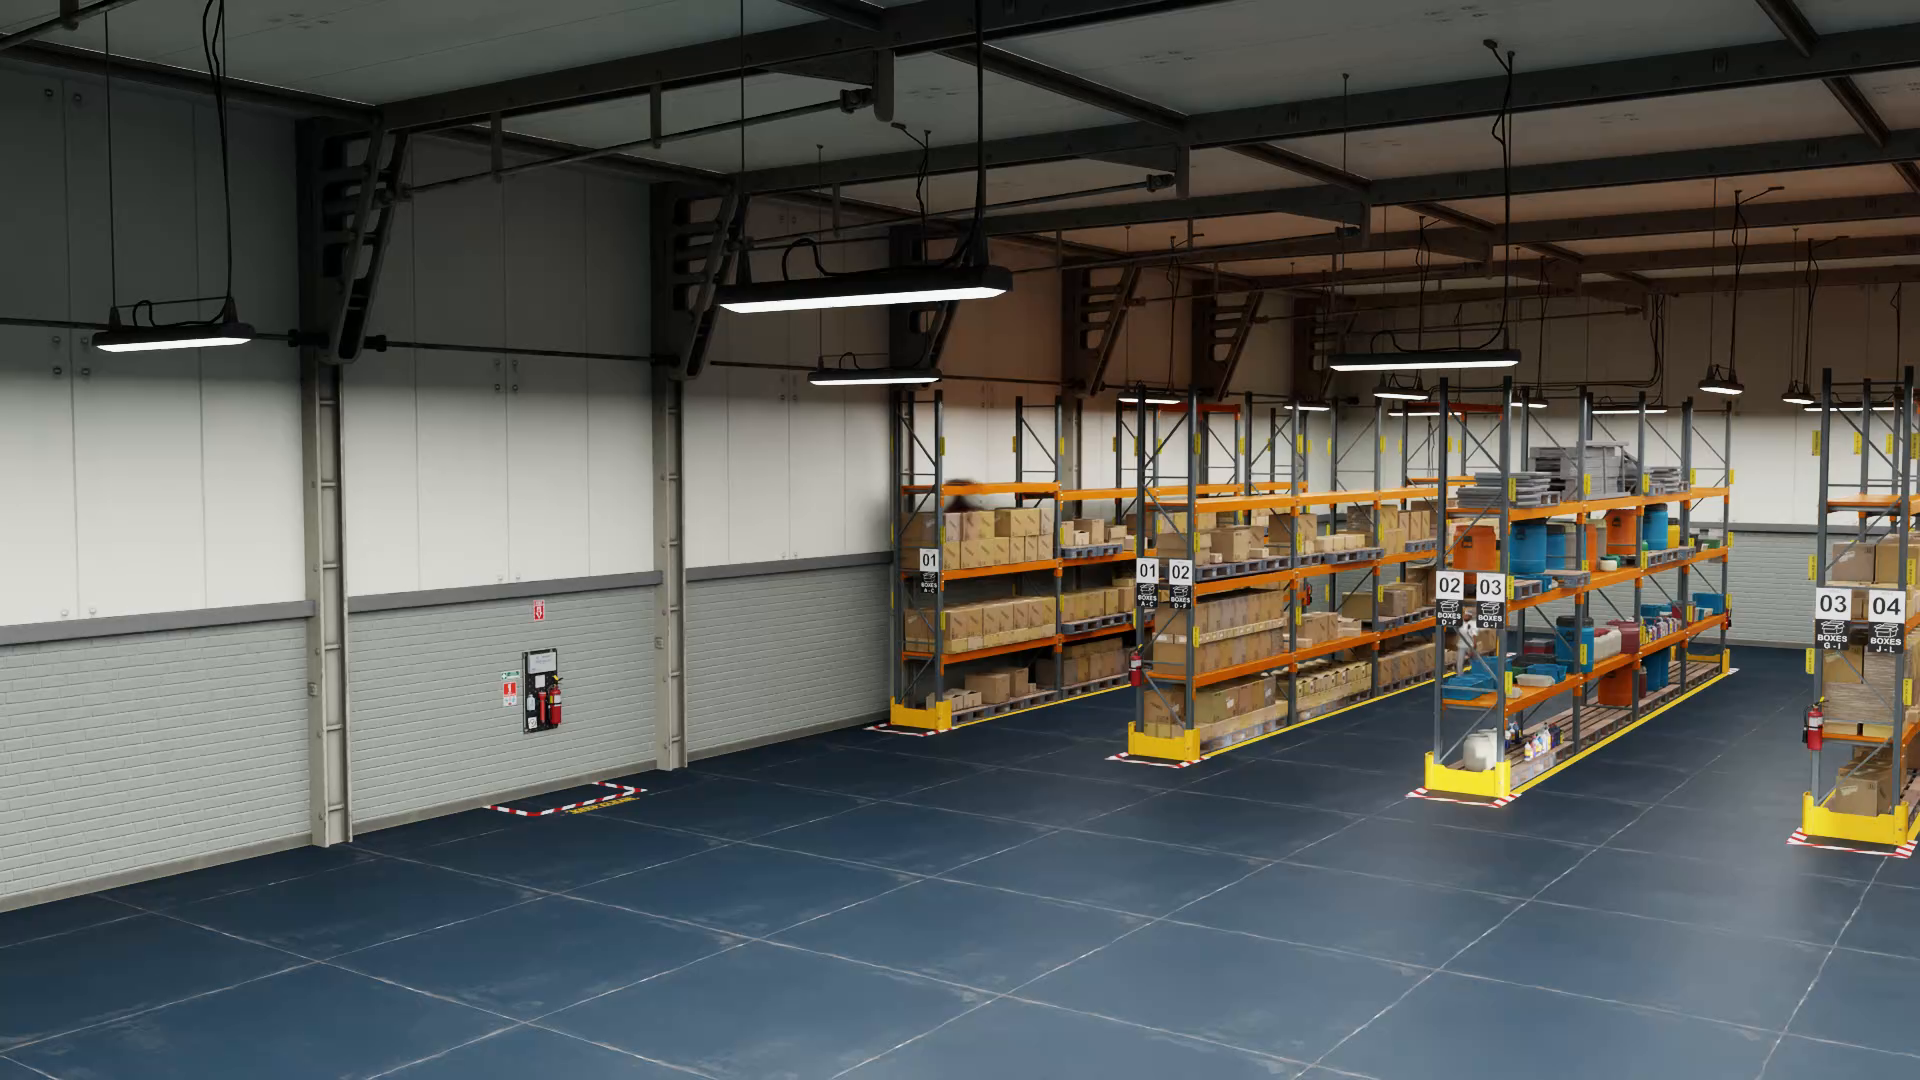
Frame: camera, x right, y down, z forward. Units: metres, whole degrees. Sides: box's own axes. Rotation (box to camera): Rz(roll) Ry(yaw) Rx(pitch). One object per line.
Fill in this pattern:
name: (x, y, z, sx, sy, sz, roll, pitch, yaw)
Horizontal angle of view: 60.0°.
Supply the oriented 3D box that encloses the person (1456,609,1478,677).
person: (10.515, 2.232, 34.470, 0.443, 1.630, 0.929, 2, 4, 31)
